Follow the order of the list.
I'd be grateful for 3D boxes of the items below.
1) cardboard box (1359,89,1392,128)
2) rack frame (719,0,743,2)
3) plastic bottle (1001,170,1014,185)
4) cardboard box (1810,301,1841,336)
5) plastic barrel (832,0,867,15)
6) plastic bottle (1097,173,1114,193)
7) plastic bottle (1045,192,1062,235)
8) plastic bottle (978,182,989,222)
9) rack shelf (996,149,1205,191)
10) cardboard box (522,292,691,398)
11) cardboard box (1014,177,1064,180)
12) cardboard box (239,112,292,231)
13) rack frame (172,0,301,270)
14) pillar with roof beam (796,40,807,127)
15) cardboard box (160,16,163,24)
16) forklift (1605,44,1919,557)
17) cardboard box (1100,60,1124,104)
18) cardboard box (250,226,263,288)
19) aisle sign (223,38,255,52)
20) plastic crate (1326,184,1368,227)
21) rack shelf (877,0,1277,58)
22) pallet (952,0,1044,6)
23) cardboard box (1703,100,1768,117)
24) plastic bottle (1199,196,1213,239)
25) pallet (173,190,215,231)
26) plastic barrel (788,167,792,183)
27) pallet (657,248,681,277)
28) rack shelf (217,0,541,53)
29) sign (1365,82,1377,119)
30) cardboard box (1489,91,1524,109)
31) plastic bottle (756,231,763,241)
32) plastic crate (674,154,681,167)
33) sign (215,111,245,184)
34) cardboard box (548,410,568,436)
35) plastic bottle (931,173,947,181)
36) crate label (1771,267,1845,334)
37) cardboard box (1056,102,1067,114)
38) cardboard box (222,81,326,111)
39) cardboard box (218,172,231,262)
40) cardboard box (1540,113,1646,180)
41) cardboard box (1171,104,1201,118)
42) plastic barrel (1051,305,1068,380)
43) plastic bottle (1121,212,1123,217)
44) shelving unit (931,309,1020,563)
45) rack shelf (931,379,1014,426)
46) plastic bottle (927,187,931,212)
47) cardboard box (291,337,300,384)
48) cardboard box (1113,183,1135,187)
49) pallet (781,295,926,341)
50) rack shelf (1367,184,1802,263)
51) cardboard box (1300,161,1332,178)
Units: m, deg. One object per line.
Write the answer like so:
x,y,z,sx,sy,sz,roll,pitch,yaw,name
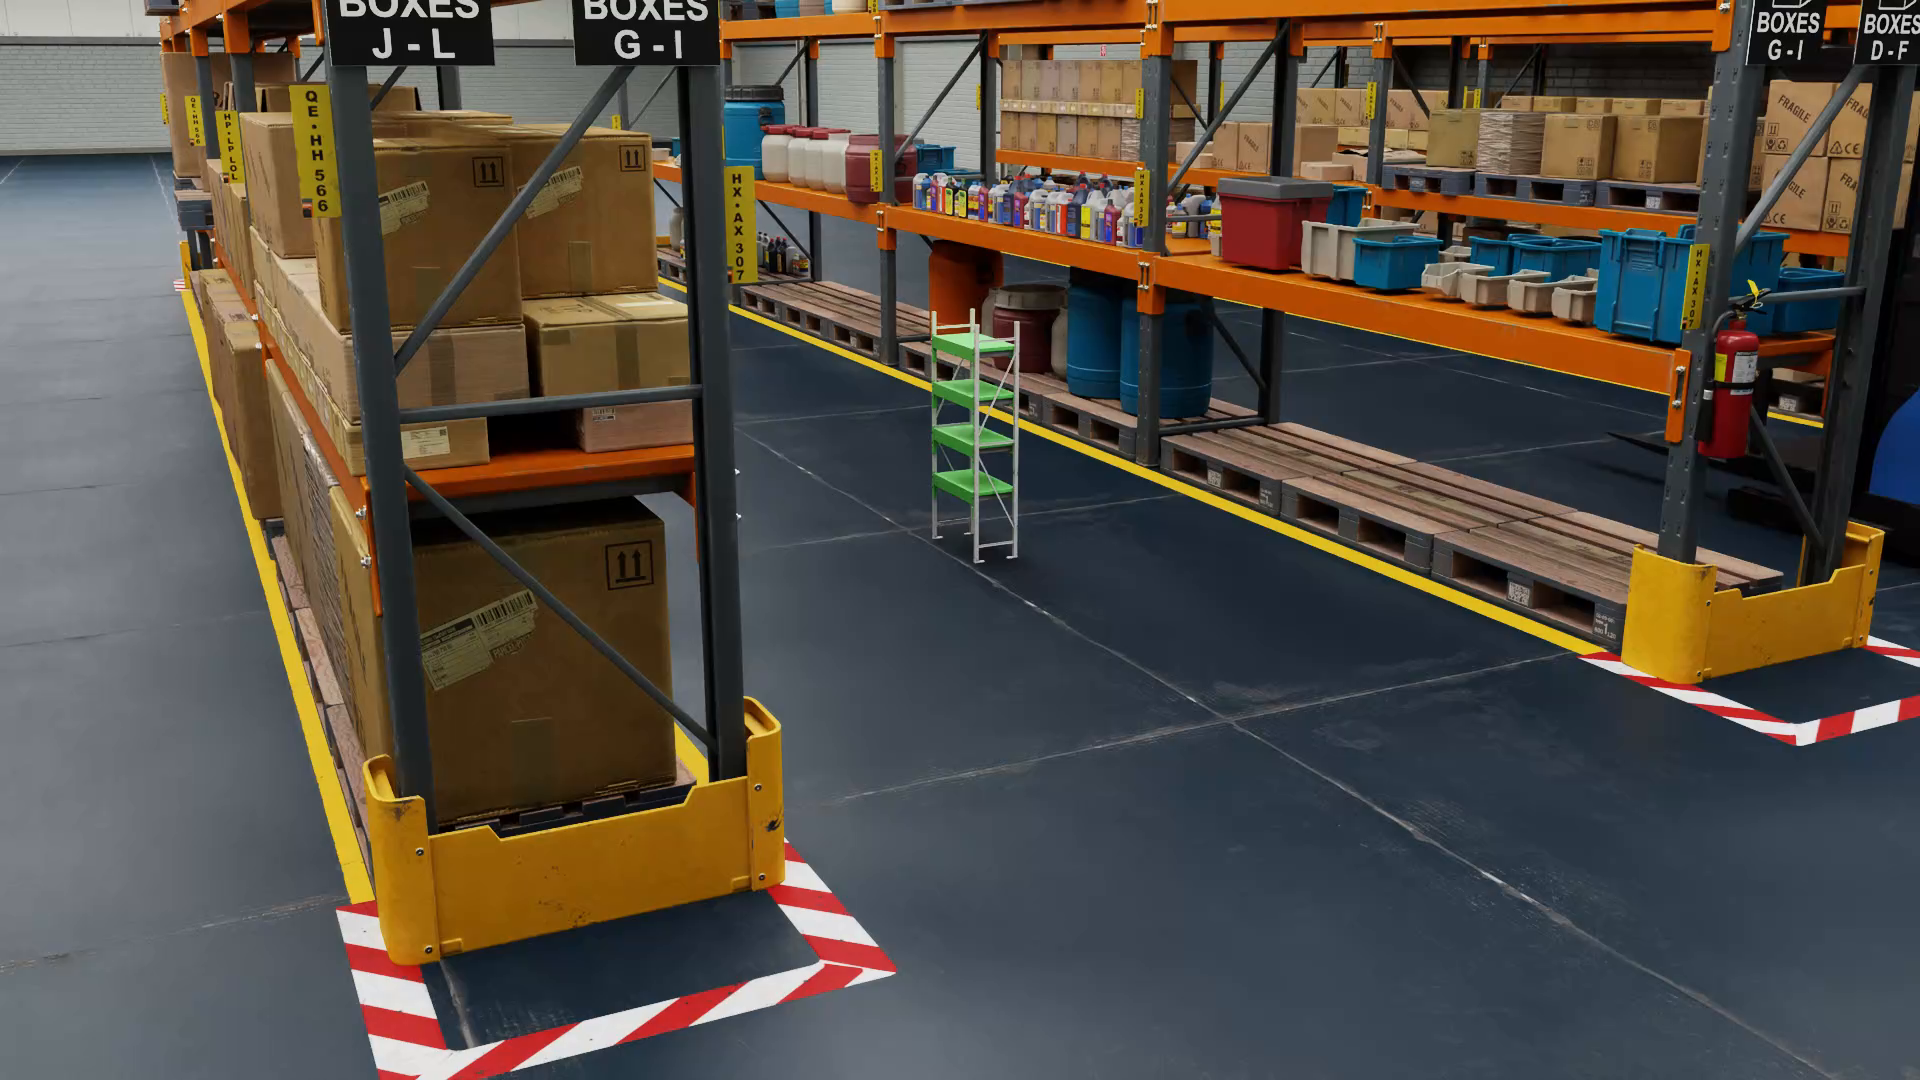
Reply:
5.826,-5.897,22.738,0.500,0.500,0.500,-7,17,-23,cardboard box
-1.931,-6.828,16.228,1.000,3.000,0.127,-8,18,-25,rack frame
0.382,-2.847,13.446,0.061,0.283,0.133,-8,18,-25,plastic bottle
6.532,-1.461,12.137,0.500,0.500,0.500,-8,18,-25,cardboard box
-0.946,-4.615,14.206,0.301,0.262,0.301,0,16,0,plastic barrel
1.054,-2.473,12.019,0.144,0.351,0.185,-8,18,-25,plastic bottle
0.670,-2.208,11.233,0.152,0.276,0.135,-8,18,-25,plastic bottle
0.185,-2.458,12.088,0.061,0.283,0.133,-8,18,-25,plastic bottle
1.647,-4.692,20.966,1.077,0.370,4.000,-8,18,-25,rack shelf
-1.094,-0.592,5.110,0.500,0.250,0.500,-8,18,-26,cardboard box
1.026,-4.490,21.824,0.500,0.500,0.500,-8,18,-25,cardboard box
-2.899,-1.643,7.413,0.500,0.500,0.500,-8,18,-25,cardboard box
-6.384,-3.345,14.970,1.000,3.000,0.127,-8,18,-25,rack frame
-8.078,-14.378,42.540,9.100,9.000,0.400,-8,18,-25,pillar with roof beam
-7.926,-5.429,17.065,0.500,0.250,0.500,-8,18,-26,cardboard box
4.907,-1.523,8.745,1.130,2.935,3.031,-7,17,-23,forklift
2.101,-5.448,19.763,0.700,0.500,0.500,-8,18,-25,cardboard box
-2.909,-1.284,7.521,0.500,0.250,0.500,-8,18,-26,cardboard box
-7.893,-5.638,18.248,0.394,0.787,0.004,-8,18,-25,aisle sign
2.085,-1.907,9.878,0.392,0.384,0.575,-8,18,-25,plastic crate
0.697,-3.552,11.557,1.077,0.370,4.000,-8,18,-25,rack shelf
0.643,-3.775,11.371,1.003,0.211,1.213,-8,18,-25,pallet
8.512,-4.524,18.099,0.700,0.500,0.500,-10,19,-31,cardboard box
1.628,-2.124,10.949,0.097,0.271,0.097,0,16,0,plastic bottle
-5.039,-2.425,12.111,1.213,0.211,1.003,-8,18,-25,pallet
-1.489,-3.531,15.867,0.301,0.262,0.301,0,16,0,plastic barrel
-3.257,-3.380,20.147,1.003,0.211,1.213,-8,18,-25,pallet
-2.003,-1.962,6.015,1.077,0.370,4.000,-8,18,-25,rack shelf
3.778,-4.038,15.286,0.100,0.325,0.005,-8,18,-25,sign
6.956,-5.581,21.636,0.500,0.500,0.500,-8,18,-26,cardboard box
-2.262,-3.331,18.924,0.144,0.351,0.185,-7,17,-23,plastic bottle
-2.870,-4.189,18.389,0.530,0.136,0.437,-8,18,-25,plastic crate
-3.362,-1.812,7.672,0.100,0.325,0.005,-8,18,-25,sign
-1.099,-0.440,5.303,0.380,0.149,0.250,-8,18,-26,cardboard box
-0.143,-2.764,13.171,0.152,0.276,0.135,-8,18,-25,plastic bottle
3.514,-1.018,7.054,0.416,0.233,0.303,-8,18,-25,crate label
1.422,-5.389,20.733,0.380,0.149,0.250,-7,18,-24,cardboard box
-4.326,-2.701,10.723,0.797,0.503,0.637,-7,17,-23,cardboard box
-3.990,-1.870,9.647,0.500,0.500,0.500,-8,18,-25,cardboard box
5.198,-3.238,13.655,0.700,0.500,0.500,-13,21,-39,cardboard box
2.579,-4.991,19.349,0.380,0.149,0.250,-8,18,-25,cardboard box
0.873,-1.430,12.043,0.421,0.512,0.421,0,16,0,plastic barrel
1.031,-1.989,10.605,0.097,0.201,0.097,0,16,0,plastic bottle
0.072,-0.536,8.442,0.258,1.200,0.503,-8,18,-25,shelving unit
0.072,-0.705,8.394,0.258,0.148,0.480,-8,18,-25,rack shelf
-0.211,-2.654,12.921,0.097,0.201,0.097,0,16,0,plastic bottle
-2.248,-0.677,6.126,0.380,0.149,0.250,-7,18,-24,cardboard box
2.163,-4.183,20.753,0.500,0.500,0.500,-8,18,-25,cardboard box
-1.014,-2.111,15.723,1.003,0.211,1.213,-8,18,-25,pallet
5.152,-2.708,14.053,1.077,0.370,4.000,-8,18,-25,rack shelf
3.666,-3.738,16.795,0.380,0.149,0.250,-6,17,-21,cardboard box
